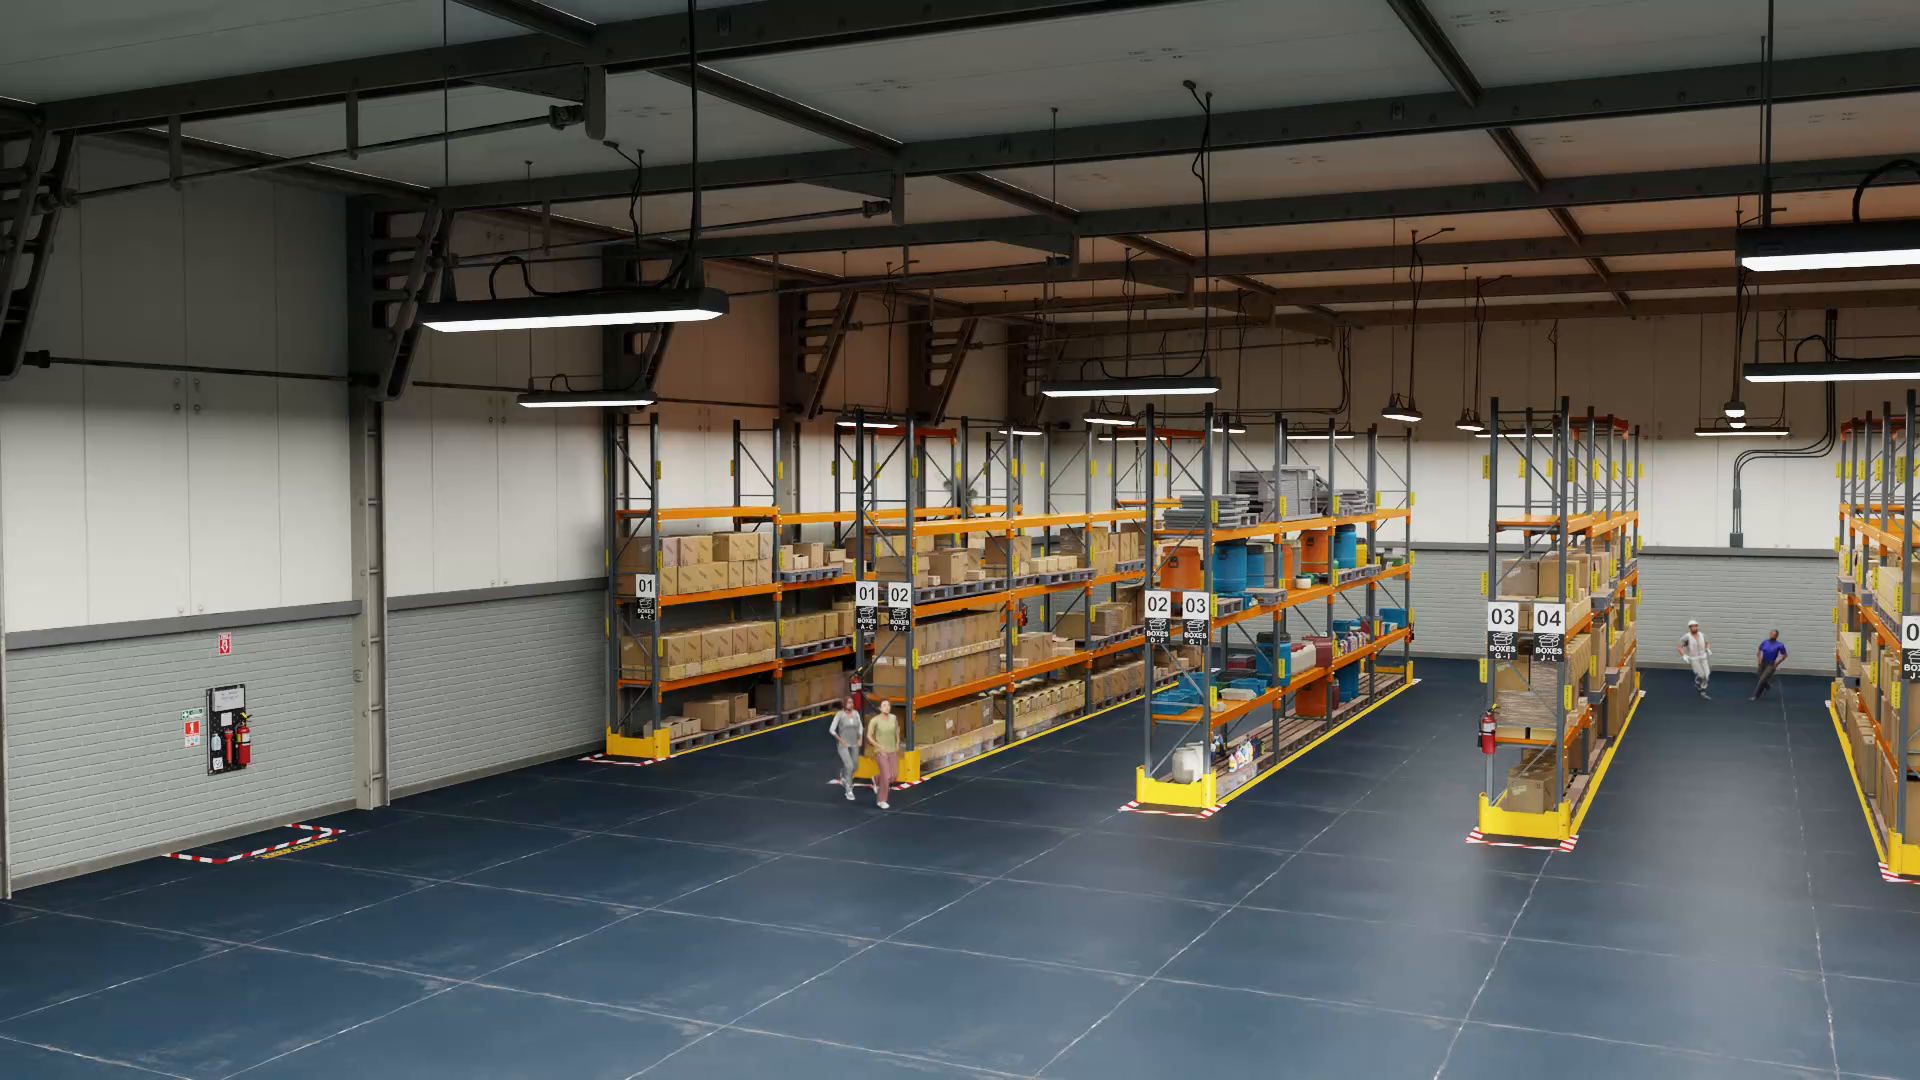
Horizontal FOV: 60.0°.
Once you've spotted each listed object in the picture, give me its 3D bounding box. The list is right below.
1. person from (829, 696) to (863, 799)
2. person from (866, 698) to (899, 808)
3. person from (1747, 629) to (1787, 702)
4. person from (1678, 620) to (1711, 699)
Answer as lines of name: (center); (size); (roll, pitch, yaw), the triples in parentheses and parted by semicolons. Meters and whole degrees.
person: (-1.753, 3.156, 25.489); (0.558, 1.567, 0.608); (-1, 3, -30)
person: (-1.145, 3.152, 24.743); (0.593, 1.632, 0.613); (-2, 3, -33)
person: (17.533, 2.714, 35.961); (0.793, 1.566, 0.655); (-2, 3, -37)
person: (16.099, 2.619, 36.292); (0.699, 1.726, 0.510); (0, 2, -1)
